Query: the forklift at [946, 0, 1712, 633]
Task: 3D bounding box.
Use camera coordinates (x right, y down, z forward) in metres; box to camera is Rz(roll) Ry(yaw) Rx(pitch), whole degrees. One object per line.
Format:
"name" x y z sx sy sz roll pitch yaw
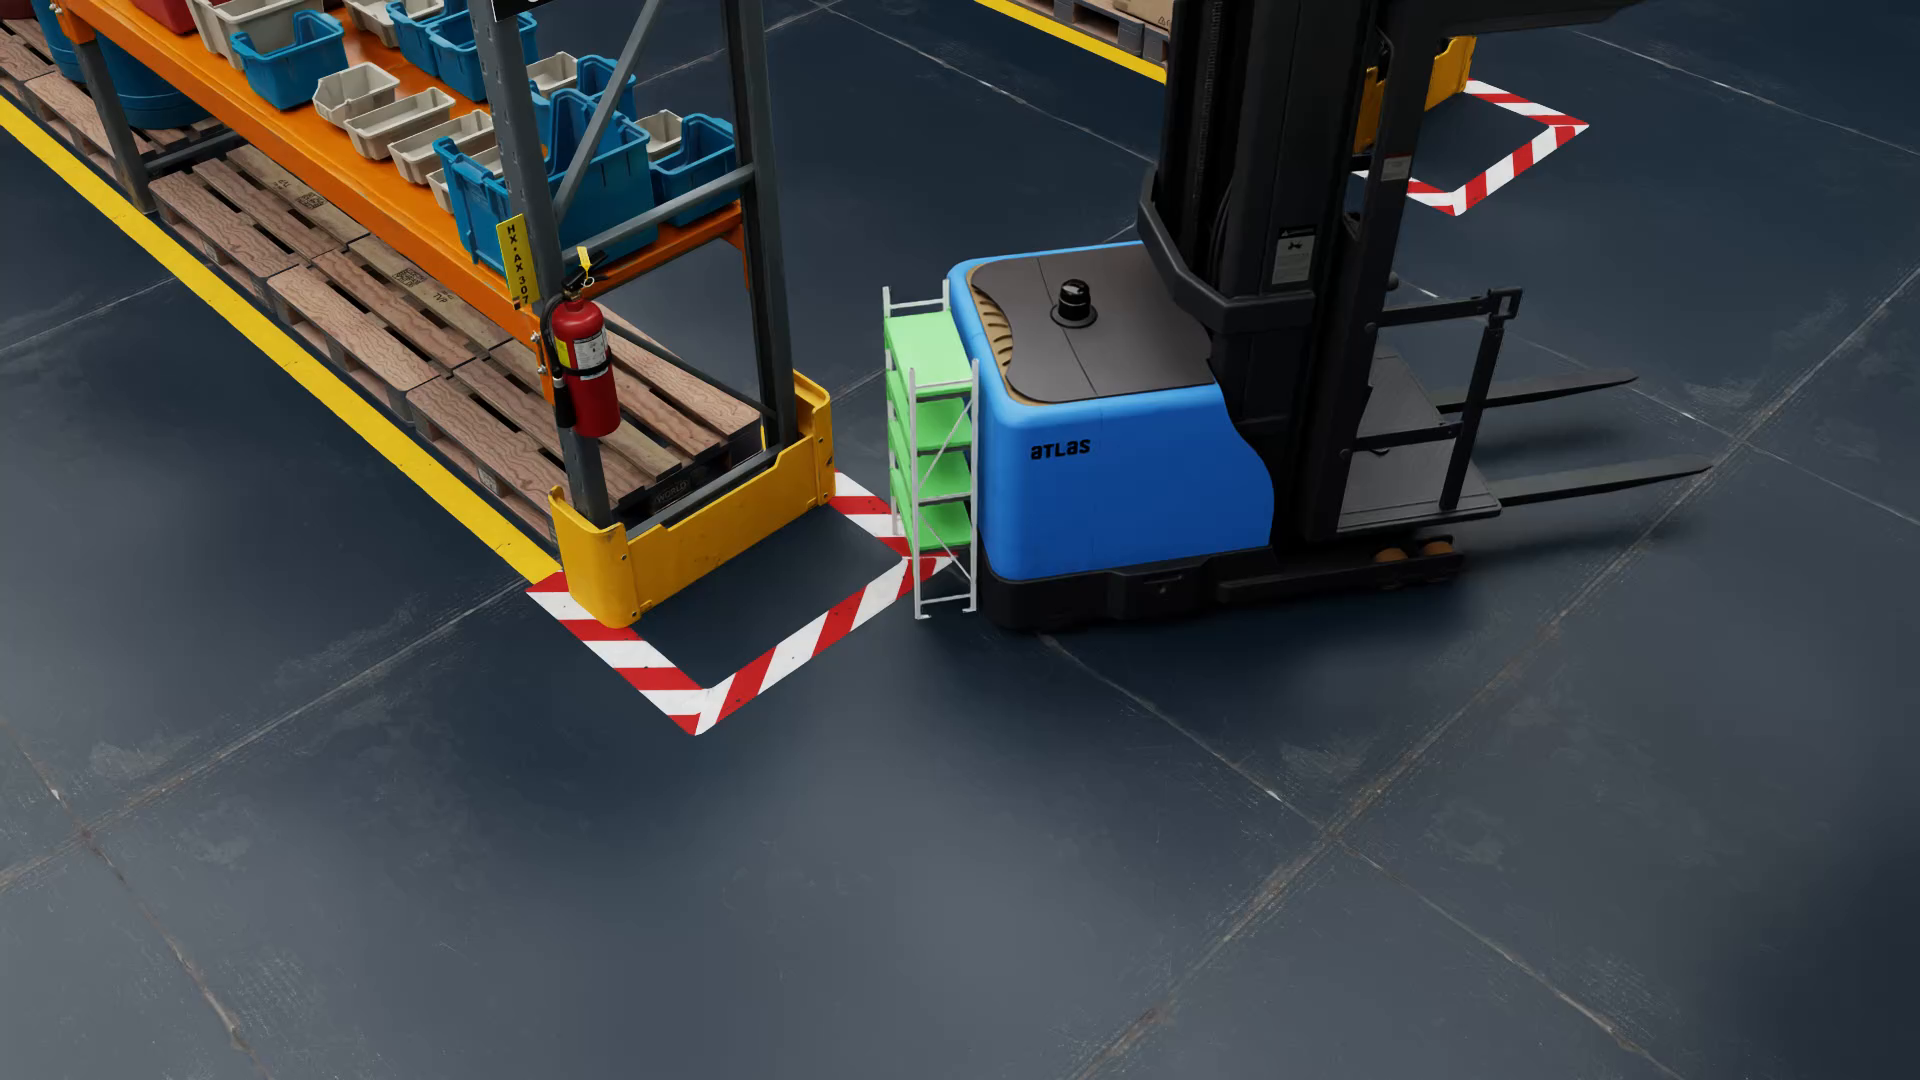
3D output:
"forklift" 1.504 -1.228 5.919 3.031 2.935 1.130 -8 43 -8

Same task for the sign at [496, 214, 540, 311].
"sign" -1.431 -0.898 5.391 0.100 0.325 0.005 -34 53 -31

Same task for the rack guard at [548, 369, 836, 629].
"rack guard" -1.027 -0.186 6.583 1.175 0.500 0.348 -34 53 -31

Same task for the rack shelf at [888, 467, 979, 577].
"rack shelf" -0.106 -0.092 6.413 0.258 0.148 0.480 -8 43 -9

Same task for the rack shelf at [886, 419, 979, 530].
"rack shelf" -0.106 -0.268 6.250 0.258 0.148 0.480 -8 43 -9

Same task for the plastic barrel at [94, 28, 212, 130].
"plastic barrel" -4.250 -2.685 8.682 0.600 0.901 0.708 -34 53 -31

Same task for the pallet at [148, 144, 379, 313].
"pallet" -3.331 -1.673 8.405 1.003 0.211 1.213 -34 53 -31

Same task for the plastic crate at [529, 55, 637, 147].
"plastic crate" -1.459 -1.663 6.418 0.416 0.233 0.300 -34 53 -31

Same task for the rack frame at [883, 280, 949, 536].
"rack frame" -0.157 -0.477 6.382 0.240 1.200 0.015 -8 43 -9

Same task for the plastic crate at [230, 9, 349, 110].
"plastic crate" -2.685 -1.934 6.712 0.416 0.233 0.300 -34 53 -31

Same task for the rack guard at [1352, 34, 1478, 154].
"rack guard" 2.403 -2.600 9.195 1.175 0.500 0.348 -34 53 -31

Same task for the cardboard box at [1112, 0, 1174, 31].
"cardboard box" 1.249 -3.247 9.756 0.500 0.250 0.500 -34 53 -31

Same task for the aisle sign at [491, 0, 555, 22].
"aisle sign" -1.210 -1.889 4.669 0.394 0.787 0.004 -34 53 -31

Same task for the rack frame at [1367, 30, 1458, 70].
"rack frame" 2.457 -3.482 8.308 1.000 3.000 0.127 -34 53 -31

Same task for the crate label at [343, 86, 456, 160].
"crate label" -2.166 -1.608 6.430 0.396 0.136 0.243 -34 53 -31

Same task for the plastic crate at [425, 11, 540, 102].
"plastic crate" -1.924 -1.979 6.761 0.416 0.233 0.300 -34 53 -31

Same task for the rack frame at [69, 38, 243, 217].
"rack frame" -3.878 -3.032 7.820 1.000 3.000 0.127 -34 53 -31

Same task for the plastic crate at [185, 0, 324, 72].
"plastic crate" -2.930 -2.188 6.951 0.437 0.282 0.530 -34 53 -31

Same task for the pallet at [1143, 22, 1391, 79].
"pallet" 1.839 -2.877 9.708 1.003 0.211 1.213 -34 53 -31

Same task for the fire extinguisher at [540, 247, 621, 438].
"fire extinguisher" -1.268 -0.654 5.579 0.296 0.674 0.183 -34 53 -31

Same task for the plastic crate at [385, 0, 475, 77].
"plastic crate" -2.136 -2.123 6.917 0.416 0.233 0.300 -34 53 -31

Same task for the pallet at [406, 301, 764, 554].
"pallet" -1.608 -0.500 7.136 1.003 0.211 1.213 -34 53 -31

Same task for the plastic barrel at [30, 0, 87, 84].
"plastic barrel" -4.750 -3.025 9.050 0.600 0.901 0.708 -34 53 -31

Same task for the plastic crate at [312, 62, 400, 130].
"plastic crate" -2.388 -1.741 6.574 0.298 0.136 0.250 -34 53 -31

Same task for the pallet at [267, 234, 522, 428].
"pallet" -2.465 -1.086 7.770 1.003 0.211 1.213 -34 53 -31

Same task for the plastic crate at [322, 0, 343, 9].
"plastic crate" -2.897 -2.543 7.451 0.437 0.125 0.590 -34 53 -31

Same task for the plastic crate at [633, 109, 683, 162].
"plastic crate" -1.162 -1.505 6.318 0.250 0.136 0.298 -34 53 -31

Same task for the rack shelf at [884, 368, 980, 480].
"rack shelf" -0.106 -0.445 6.088 0.258 0.148 0.480 -8 43 -9

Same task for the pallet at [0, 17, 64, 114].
"pallet" -5.259 -2.984 9.824 1.003 0.211 1.213 -34 53 -31

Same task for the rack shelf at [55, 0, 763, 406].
"rack shelf" -2.465 -1.806 7.025 1.077 0.370 4.000 -34 53 -31

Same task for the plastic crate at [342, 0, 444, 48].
"plastic crate" -2.435 -2.264 7.140 0.293 0.136 0.466 -34 53 -31

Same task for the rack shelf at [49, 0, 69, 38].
"rack shelf" -5.290 -3.728 9.105 1.077 0.370 4.000 -34 53 -31

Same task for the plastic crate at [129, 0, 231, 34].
"plastic crate" -3.425 -2.528 7.184 0.402 0.464 0.583 -34 53 -31

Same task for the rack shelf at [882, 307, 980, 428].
"rack shelf" -0.106 -0.621 5.925 0.258 0.148 0.480 -8 43 -9

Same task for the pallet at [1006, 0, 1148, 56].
"pallet" 0.982 -3.463 10.342 1.003 0.211 1.213 -34 53 -31

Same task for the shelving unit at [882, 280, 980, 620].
"shelving unit" -0.106 -0.315 6.207 0.258 1.200 0.503 -8 43 -9

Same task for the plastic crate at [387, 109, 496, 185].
"plastic crate" -1.952 -1.486 6.298 0.396 0.136 0.243 -34 53 -31

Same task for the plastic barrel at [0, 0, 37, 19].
"plastic barrel" -5.548 -3.453 9.744 0.600 0.588 0.708 -34 53 -31

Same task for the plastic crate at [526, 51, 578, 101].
"plastic crate" -1.641 -1.831 6.671 0.250 0.136 0.298 -34 53 -31

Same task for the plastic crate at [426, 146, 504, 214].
"plastic crate" -1.757 -1.340 6.140 0.396 0.136 0.243 -34 53 -31

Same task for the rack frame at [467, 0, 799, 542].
"rack frame" -1.053 -1.109 5.740 1.000 3.000 0.127 -34 53 -31

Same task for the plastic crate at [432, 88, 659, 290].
"plastic crate" -1.422 -1.216 5.785 0.616 0.435 0.499 -34 53 -31

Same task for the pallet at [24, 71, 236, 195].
"pallet" -4.393 -2.398 9.190 1.003 0.211 1.213 -34 53 -31

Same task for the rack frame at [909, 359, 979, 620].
"rack frame" -0.055 -0.153 6.032 0.240 1.200 0.015 -8 43 -9

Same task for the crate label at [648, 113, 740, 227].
"crate label" -0.994 -1.346 6.076 0.416 0.233 0.303 -34 53 -31
